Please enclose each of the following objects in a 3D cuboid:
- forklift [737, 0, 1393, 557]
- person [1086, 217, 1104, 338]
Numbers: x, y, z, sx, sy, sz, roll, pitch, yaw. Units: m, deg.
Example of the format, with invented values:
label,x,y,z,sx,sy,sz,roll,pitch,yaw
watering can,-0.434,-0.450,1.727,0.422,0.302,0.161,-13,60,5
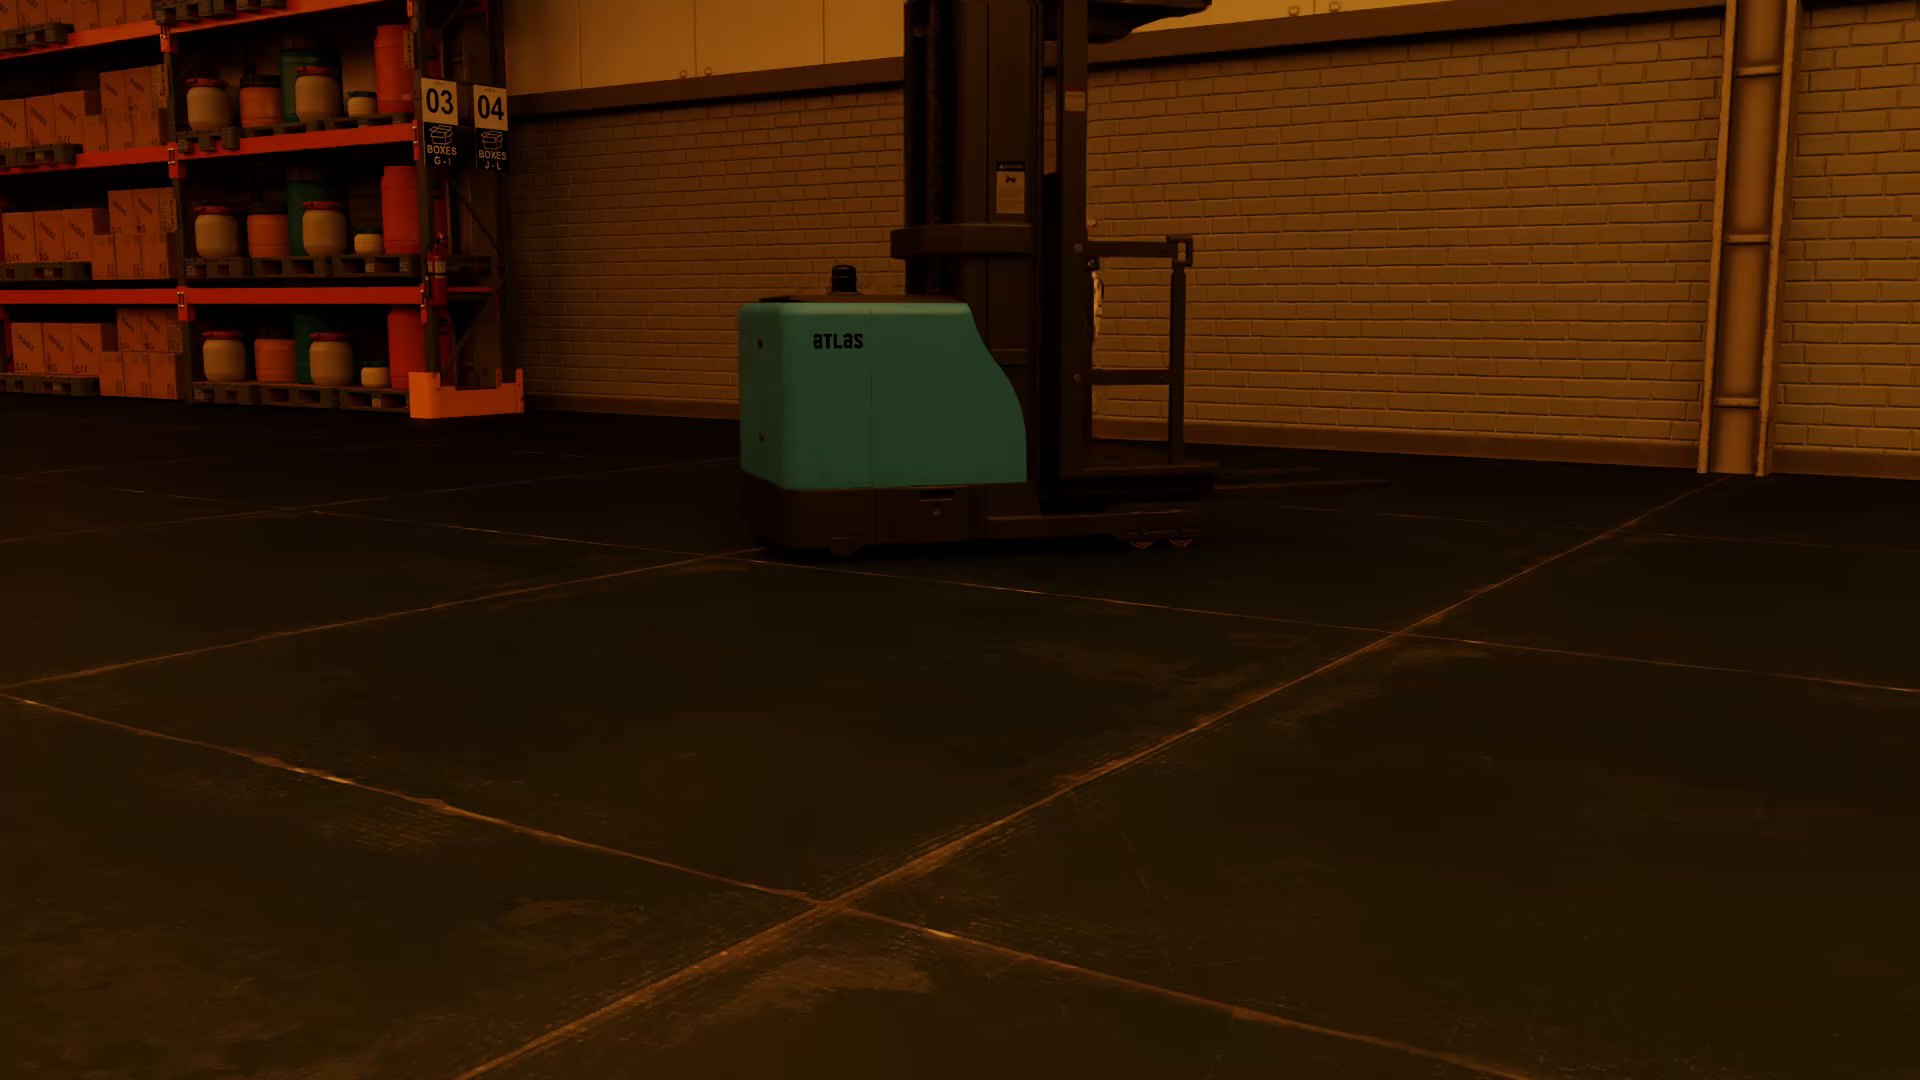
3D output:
label,x,y,z,sx,sy,sz,roll,pitch,yaw
forklift,0.542,-1.482,7.617,3.031,2.935,1.130,-3,9,-19
person,0.707,-1.245,10.470,0.395,1.668,0.487,0,8,3
